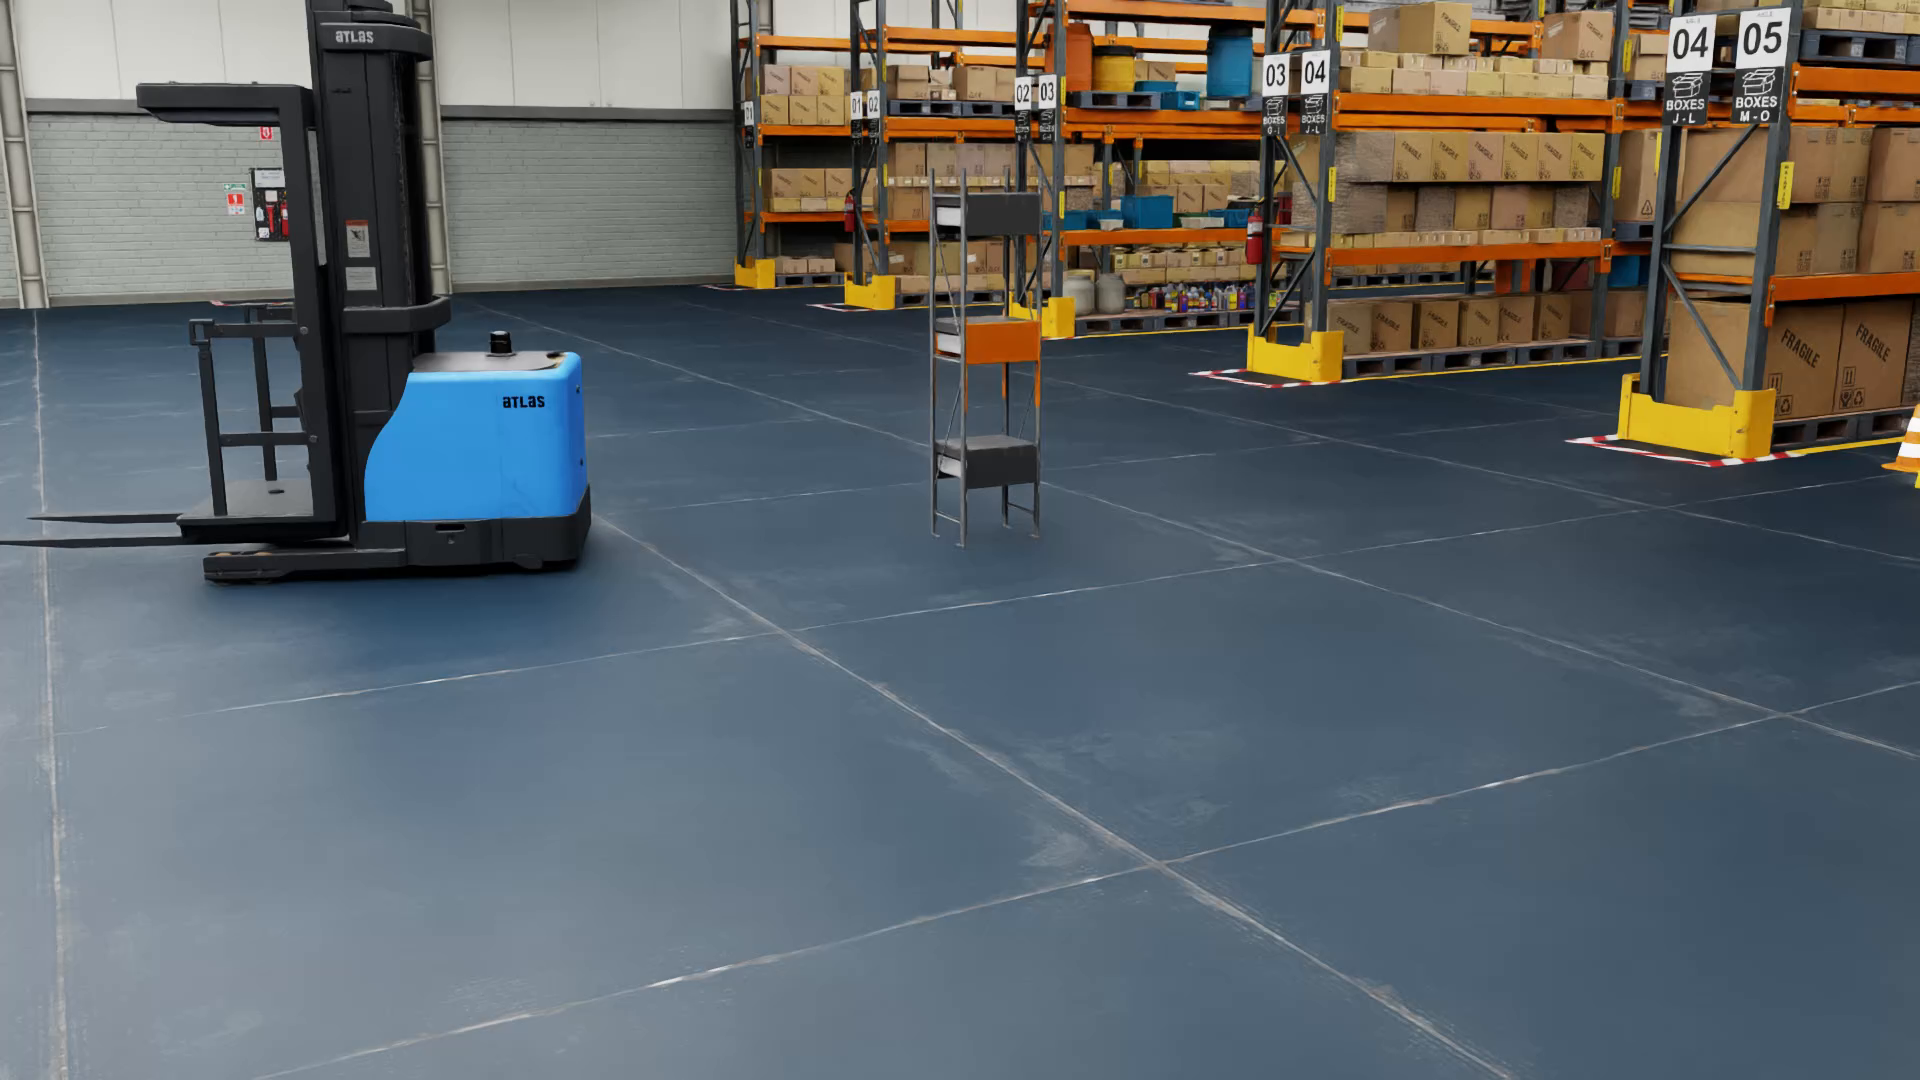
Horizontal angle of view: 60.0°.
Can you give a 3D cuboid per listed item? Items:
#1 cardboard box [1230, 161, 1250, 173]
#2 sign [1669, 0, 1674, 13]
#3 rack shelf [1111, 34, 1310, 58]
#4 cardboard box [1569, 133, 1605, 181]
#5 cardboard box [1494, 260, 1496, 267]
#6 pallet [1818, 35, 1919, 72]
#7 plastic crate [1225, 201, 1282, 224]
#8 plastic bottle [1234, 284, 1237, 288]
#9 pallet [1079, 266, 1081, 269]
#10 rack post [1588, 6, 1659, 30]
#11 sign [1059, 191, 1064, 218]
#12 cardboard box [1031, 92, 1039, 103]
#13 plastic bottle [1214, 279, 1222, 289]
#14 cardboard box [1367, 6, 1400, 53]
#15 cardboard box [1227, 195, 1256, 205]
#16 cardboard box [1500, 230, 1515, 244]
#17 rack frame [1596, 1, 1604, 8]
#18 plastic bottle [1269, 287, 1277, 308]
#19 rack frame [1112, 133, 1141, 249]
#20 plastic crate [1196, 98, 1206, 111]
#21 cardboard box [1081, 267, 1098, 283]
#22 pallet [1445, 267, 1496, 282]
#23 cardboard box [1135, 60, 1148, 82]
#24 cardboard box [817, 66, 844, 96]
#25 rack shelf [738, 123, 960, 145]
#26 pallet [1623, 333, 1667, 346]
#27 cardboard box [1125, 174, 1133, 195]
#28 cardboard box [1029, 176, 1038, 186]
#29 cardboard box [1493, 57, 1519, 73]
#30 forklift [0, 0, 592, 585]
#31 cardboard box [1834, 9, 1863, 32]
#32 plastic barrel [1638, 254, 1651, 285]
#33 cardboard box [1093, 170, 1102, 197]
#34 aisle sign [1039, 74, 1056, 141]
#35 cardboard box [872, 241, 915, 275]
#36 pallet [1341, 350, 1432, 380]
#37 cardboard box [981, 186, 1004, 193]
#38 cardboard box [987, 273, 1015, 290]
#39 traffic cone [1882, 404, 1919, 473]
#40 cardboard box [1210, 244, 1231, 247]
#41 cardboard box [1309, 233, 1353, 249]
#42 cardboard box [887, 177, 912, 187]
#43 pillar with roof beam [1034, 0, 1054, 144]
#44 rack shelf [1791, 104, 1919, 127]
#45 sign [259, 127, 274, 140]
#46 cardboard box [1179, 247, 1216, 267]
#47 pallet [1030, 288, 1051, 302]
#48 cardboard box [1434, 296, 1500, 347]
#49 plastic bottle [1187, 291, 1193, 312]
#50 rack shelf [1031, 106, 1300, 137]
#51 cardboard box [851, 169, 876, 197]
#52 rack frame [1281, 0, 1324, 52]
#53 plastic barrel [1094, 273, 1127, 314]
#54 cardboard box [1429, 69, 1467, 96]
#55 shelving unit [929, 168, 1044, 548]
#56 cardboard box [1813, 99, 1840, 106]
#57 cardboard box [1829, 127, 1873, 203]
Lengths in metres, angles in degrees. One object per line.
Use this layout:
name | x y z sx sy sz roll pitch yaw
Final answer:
cardboard box | 5.595 -7.648 34.103 0.500 0.250 0.500 -7 14 -27
sign | 5.411 -4.153 12.562 0.005 0.325 0.100 -7 14 -28
rack shelf | 3.894 -8.078 27.557 4.000 0.370 1.077 -7 14 -28
cardboard box | 6.619 -4.159 18.074 0.500 0.500 0.500 -7 14 -28
cardboard box | 10.387 -5.256 31.584 0.250 0.166 0.380 -7 14 -28
pallet | 7.377 -3.819 13.119 1.213 0.211 1.003 -7 14 -28
plastic crate | 3.989 -4.471 22.785 0.504 0.338 0.767 -7 14 -28
plastic bottle | 3.800 -3.412 23.125 0.133 0.283 0.061 -7 14 -28
pallet | 2.586 -5.420 33.210 1.213 0.211 1.003 -7 14 -28
rack post | 9.815 -7.819 24.995 0.954 0.300 0.937 -5 14 -22
sign | 1.258 -4.140 20.541 0.005 0.325 0.100 -7 14 -28
cardboard box | 1.211 -6.921 25.997 0.250 0.149 0.380 -7 14 -28
plastic bottle | 3.602 -3.449 23.135 0.185 0.351 0.144 -6 14 -26
cardboard box | 4.610 -5.270 17.317 0.500 0.500 0.500 -7 14 -28
cardboard box | 4.772 -5.807 28.785 0.500 0.311 0.500 -7 14 -29
cardboard box | 5.713 -3.254 17.807 0.250 0.149 0.380 -7 14 -28
rack frame | 12.672 -9.676 32.109 0.127 3.000 1.000 -7 14 -28
plastic bottle | 4.245 -3.307 22.657 0.133 0.283 0.061 -6 14 -25
rack frame | 3.273 -6.862 33.268 0.127 3.000 1.000 -7 14 -28
plastic crate | 2.994 -5.778 22.104 0.450 0.188 0.336 -7 14 -28
cardboard box | 2.364 -4.450 27.856 0.500 0.250 0.500 -7 14 -28
pallet | 9.764 -5.040 31.524 1.213 0.211 1.003 -7 14 -28
cardboard box | 2.699 -7.505 26.971 0.500 0.500 0.500 -7 14 -27
cardboard box | -2.385 -8.123 29.488 0.500 0.500 0.500 -6 14 -26
rack shelf | -1.993 -7.343 30.213 4.000 0.370 1.077 -7 14 -28
pallet | 8.637 -2.428 19.919 1.213 0.211 1.003 -7 14 -28
cardboard box | 3.561 -7.166 33.669 0.500 0.500 0.500 -7 14 -28
cardboard box | 1.109 -5.675 26.291 0.250 0.149 0.380 -7 14 -28
cardboard box | 5.581 -4.933 17.297 0.250 0.149 0.380 -6 14 -25
forklift | -3.596 -1.320 8.799 3.031 2.935 1.130 -2 13 -8
cardboard box | 6.337 -3.786 12.155 0.250 0.149 0.380 -7 14 -27
plastic barrel | 11.045 -4.501 26.599 0.708 0.901 0.600 -7 14 -28
cardboard box | 2.388 -7.010 32.696 0.500 0.500 0.700 -8 15 -33
aisle sign | 1.075 -5.315 20.475 0.004 0.787 0.394 -7 14 -28
cardboard box | -1.044 -4.409 25.967 0.500 0.500 0.500 -7 14 -28
pallet | 4.168 -1.883 17.494 1.213 0.211 1.003 -7 14 -28
cardboard box | 0.401 -5.325 26.210 0.500 0.500 0.700 -6 14 -26
cardboard box | 0.523 -4.100 26.304 0.500 0.250 0.500 -7 14 -28
traffic cone | 6.806 -0.735 11.819 0.334 0.463 0.336 -7 14 -28
cardboard box | 4.592 -4.989 28.976 0.500 0.311 0.500 -7 15 -29
cardboard box | 3.736 -3.018 16.760 0.250 0.149 0.380 -7 14 -28
cardboard box | -0.924 -5.431 25.205 0.250 0.149 0.380 -7 14 -28
pillar with roof beam | 3.780 -8.989 29.056 0.400 9.000 9.100 -7 14 -28
rack shelf | 12.149 -5.321 21.227 4.000 0.370 1.077 -7 14 -28
sign | -11.057 -6.526 26.496 0.199 0.298 0.001 -7 14 -28
cardboard box | 3.970 -4.781 28.052 0.500 0.311 0.500 -6 14 -26
pallet | 1.421 -4.051 27.128 1.213 0.211 1.003 -7 14 -28
cardboard box | 5.506 -2.386 18.117 0.500 0.500 0.500 -8 15 -33
plastic bottle | 3.040 -3.161 22.037 0.097 0.271 0.097 0 13 0
rack shelf | 2.754 -5.434 21.729 4.000 0.370 1.077 -7 14 -28
cardboard box | -1.843 -6.475 30.136 0.500 0.500 0.500 -6 14 -26
rack frame | 4.509 -7.459 22.256 0.127 3.000 1.000 -7 14 -28
plastic barrel | 1.979 -3.239 21.879 0.421 0.512 0.421 0 13 0
cardboard box | 4.804 -4.654 16.969 0.500 0.250 0.500 -7 14 -28
shelving unit | 0.145 -1.042 9.456 0.503 2.100 0.431 -7 14 -28
cardboard box | 10.093 -5.291 19.798 0.500 0.250 0.500 -7 14 -28
cardboard box | 6.442 -2.897 12.850 0.550 0.550 0.875 -7 14 -28
